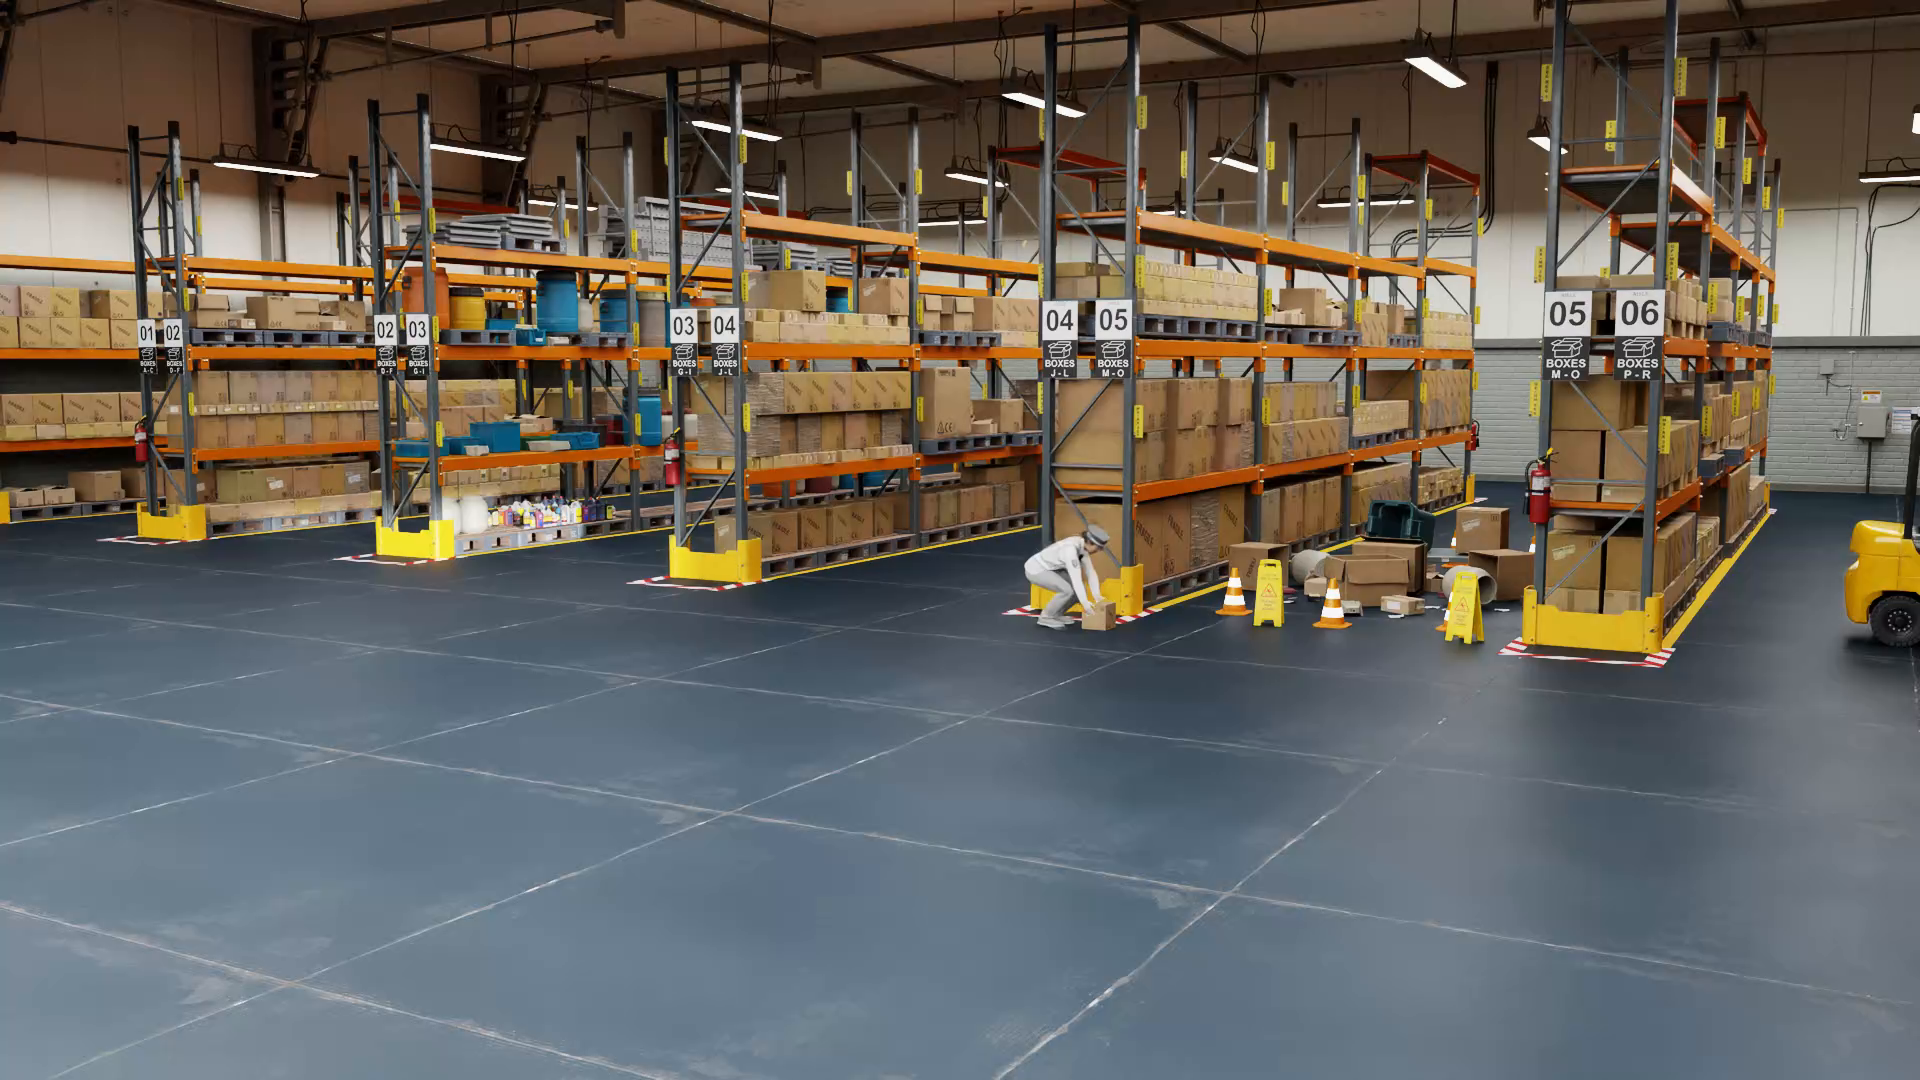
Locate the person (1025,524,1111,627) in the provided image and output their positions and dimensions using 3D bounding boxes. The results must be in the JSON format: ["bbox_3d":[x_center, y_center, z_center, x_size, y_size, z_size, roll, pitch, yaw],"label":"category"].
[{"bbox_3d":[1.063,0.343,16.280,0.841,1.006,0.500,3,7,28],"label":"person"}]
